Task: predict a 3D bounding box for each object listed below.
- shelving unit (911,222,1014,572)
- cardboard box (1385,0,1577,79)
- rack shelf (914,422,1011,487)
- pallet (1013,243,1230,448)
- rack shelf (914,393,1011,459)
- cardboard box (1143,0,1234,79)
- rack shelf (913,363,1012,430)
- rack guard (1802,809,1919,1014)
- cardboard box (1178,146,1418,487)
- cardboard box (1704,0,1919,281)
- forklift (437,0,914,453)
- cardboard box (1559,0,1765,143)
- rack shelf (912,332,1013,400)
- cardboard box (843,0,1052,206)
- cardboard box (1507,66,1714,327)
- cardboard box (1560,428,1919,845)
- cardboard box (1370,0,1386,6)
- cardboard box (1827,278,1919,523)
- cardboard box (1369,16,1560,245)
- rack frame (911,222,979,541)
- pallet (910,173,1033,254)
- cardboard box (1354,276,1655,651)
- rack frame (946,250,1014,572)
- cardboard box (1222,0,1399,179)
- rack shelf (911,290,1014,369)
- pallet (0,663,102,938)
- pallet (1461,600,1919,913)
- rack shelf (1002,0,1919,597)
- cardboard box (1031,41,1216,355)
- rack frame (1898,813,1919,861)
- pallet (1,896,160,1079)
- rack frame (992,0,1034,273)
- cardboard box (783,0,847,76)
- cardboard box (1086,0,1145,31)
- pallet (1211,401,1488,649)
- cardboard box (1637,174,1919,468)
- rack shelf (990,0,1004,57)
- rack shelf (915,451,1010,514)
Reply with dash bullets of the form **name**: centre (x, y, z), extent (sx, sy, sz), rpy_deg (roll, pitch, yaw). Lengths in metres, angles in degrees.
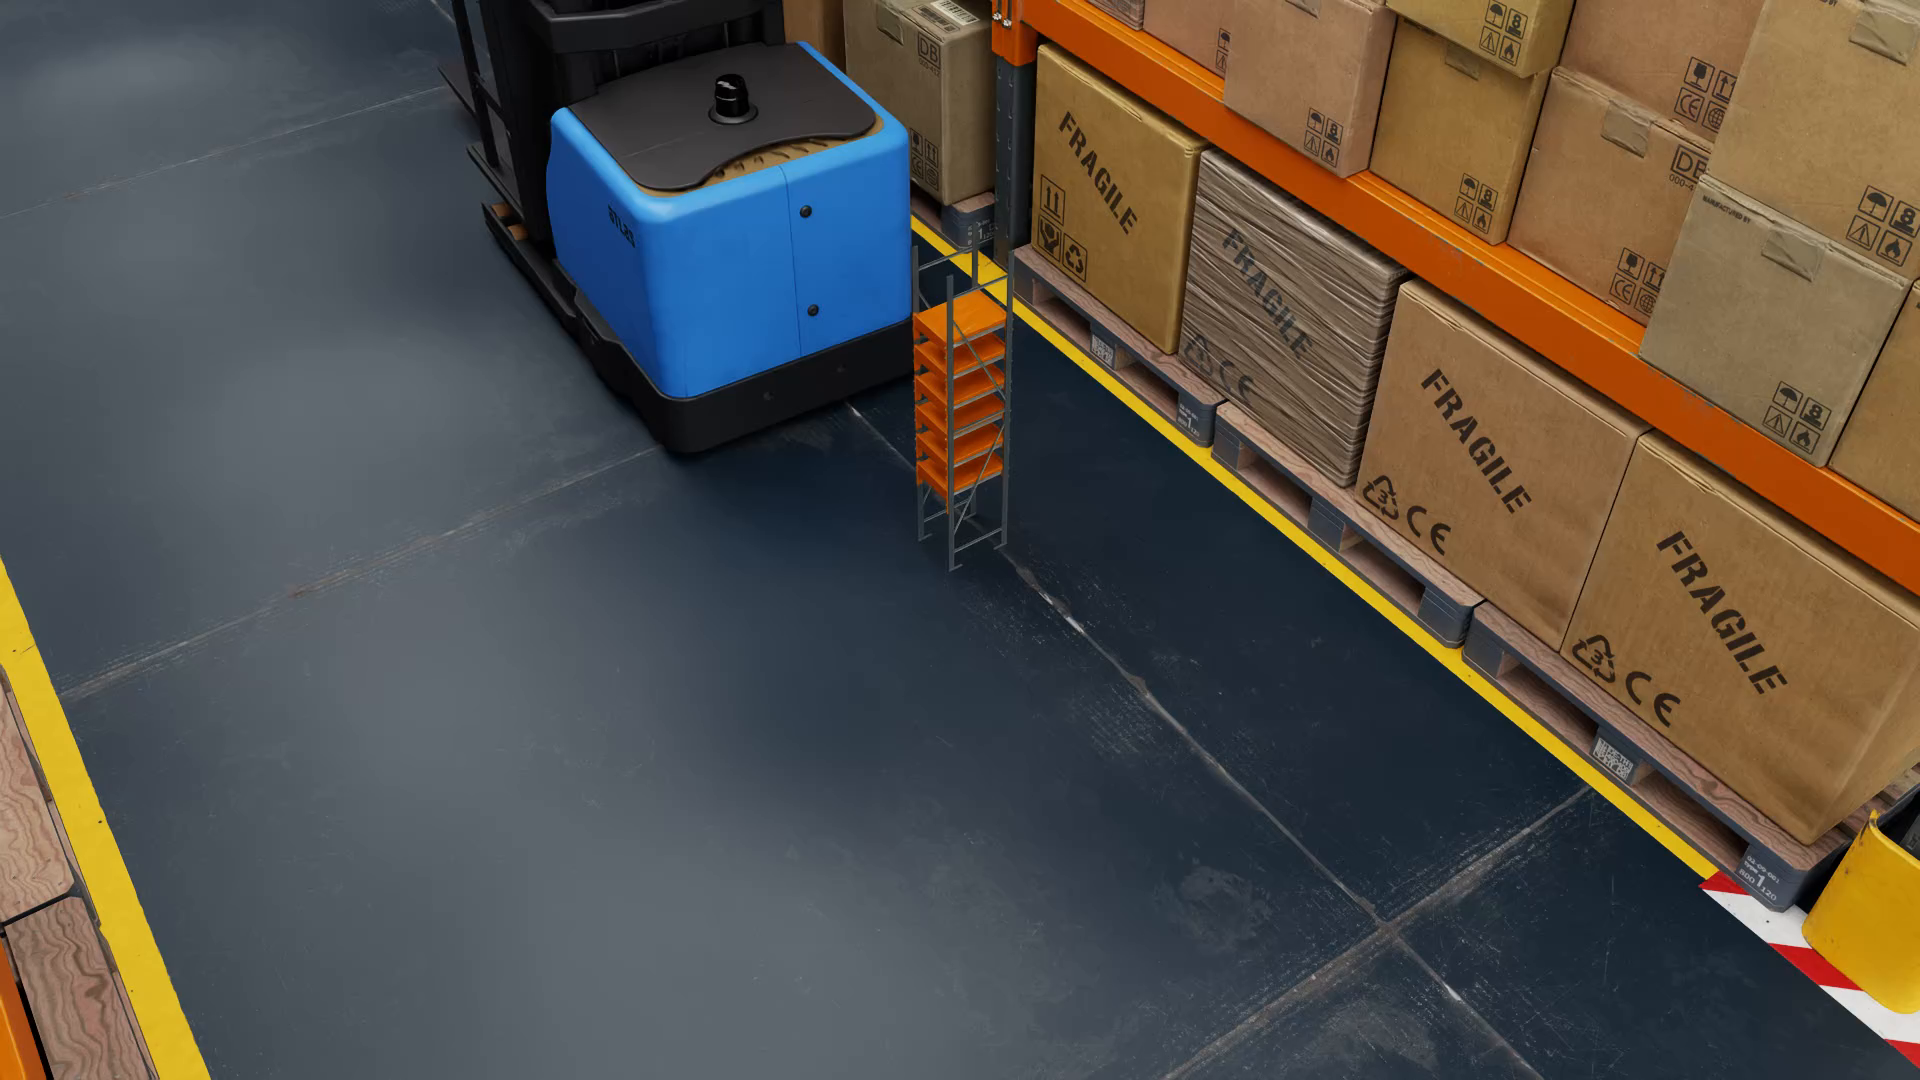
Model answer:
- **shelving unit**: centre (0.008, -0.426, 5.327), extent (0.258, 1.200, 0.189), rpy_deg (-26, 49, -24)
- **cardboard box**: centre (1.681, -1.711, 4.480), extent (0.875, 0.550, 0.500), rpy_deg (-26, 49, -24)
- **rack shelf**: centre (0.008, -0.307, 5.441), extent (0.258, 0.103, 0.180), rpy_deg (-26, 49, -24)
- **pallet**: centre (0.953, -0.942, 6.583), extent (1.003, 0.211, 1.213), rpy_deg (-26, 49, -24)
- **rack shelf**: centre (0.008, -0.394, 5.358), extent (0.258, 0.103, 0.180), rpy_deg (-26, 49, -24)
- **cardboard box**: centre (1.136, -1.959, 5.521), extent (0.875, 0.550, 0.550), rpy_deg (-26, 49, -24)
- **rack shelf**: centre (0.008, -0.480, 5.275), extent (0.258, 0.103, 0.180), rpy_deg (-26, 49, -24)
- **rack guard**: centre (2.884, 0.771, 4.580), extent (1.175, 0.500, 0.348), rpy_deg (-26, 49, -24)
- **cardboard box**: centre (1.404, -0.902, 5.757), extent (0.875, 0.875, 0.875), rpy_deg (-25, 49, -24)
- **cardboard box**: centre (2.300, -1.092, 3.831), extent (0.875, 0.550, 0.550), rpy_deg (-26, 49, -24)
- **forklift**: centre (-1.362, -2.372, 6.113), extent (1.130, 2.935, 3.031), rpy_deg (-23, 48, -22)
- **cardboard box**: centre (2.091, -1.462, 4.219), extent (0.875, 0.550, 0.550), rpy_deg (-26, 49, -24)
- **rack shelf**: centre (0.008, -0.567, 5.192), extent (0.258, 0.103, 0.180), rpy_deg (-26, 49, -24)
- **cardboard box**: centre (0.153, -2.066, 7.067), extent (1.050, 0.750, 0.750), rpy_deg (-26, 49, -25)
- **cardboard box**: centre (2.071, -1.062, 4.582), extent (0.875, 0.550, 0.550), rpy_deg (-26, 49, -24)
- **cardboard box**: centre (2.428, 0.112, 4.695), extent (0.875, 0.875, 0.875), rpy_deg (-25, 49, -24)
- **cardboard box**: centre (1.371, -2.008, 4.791), extent (0.875, 0.550, 0.550), rpy_deg (-26, 49, -24)
- **cardboard box**: centre (2.621, -0.393, 3.881), extent (0.875, 0.550, 0.550), rpy_deg (-26, 49, -24)
- **cardboard box**: centre (1.734, -1.346, 4.879), extent (0.875, 0.550, 0.500), rpy_deg (-26, 49, -24)
- **rack frame**: centre (-0.044, -0.478, 5.381), extent (0.240, 1.200, 0.006), rpy_deg (-26, 49, -24)
- **pallet**: centre (0.079, -1.810, 7.493), extent (1.003, 0.211, 1.213), rpy_deg (-26, 49, -24)
- **cardboard box**: centre (1.923, -0.385, 5.216), extent (0.875, 0.875, 0.875), rpy_deg (-26, 50, -25)
- **rack frame**: centre (0.061, -0.374, 5.273), extent (0.240, 1.200, 0.006), rpy_deg (-26, 49, -24)
- **cardboard box**: centre (1.349, -1.607, 5.152), extent (0.875, 0.550, 0.550), rpy_deg (-26, 49, -24)
- **rack shelf**: centre (0.008, -0.654, 5.109), extent (0.258, 0.103, 0.180), rpy_deg (-26, 49, -24)
- **pallet**: centre (-3.130, 0.865, 4.691), extent (1.003, 0.211, 1.213), rpy_deg (-26, 49, -24)
- **pallet**: centre (2.349, 0.440, 5.136), extent (1.003, 0.211, 1.213), rpy_deg (-26, 49, -24)
- **rack shelf**: centre (1.726, -1.019, 5.166), extent (1.077, 0.370, 4.000), rpy_deg (-26, 49, -24)
- **cardboard box**: centre (0.885, -1.411, 6.291), extent (0.875, 0.875, 0.875), rpy_deg (-25, 49, -24)
- **rack frame**: centre (2.871, -0.146, 3.731), extent (1.000, 3.000, 0.127), rpy_deg (-26, 49, -24)
- **pallet**: centre (-2.428, 1.557, 3.966), extent (1.003, 0.211, 1.213), rpy_deg (-26, 49, -24)
- **rack frame**: centre (0.582, -2.412, 6.104), extent (1.000, 3.000, 0.127), rpy_deg (-26, 49, -24)
- **cardboard box**: centre (-0.395, -2.614, 7.641), extent (1.050, 0.750, 0.750), rpy_deg (-26, 49, -24)
- **cardboard box**: centre (0.803, -2.262, 5.838), extent (0.875, 0.550, 0.550), rpy_deg (-26, 49, -24)
- **pallet**: centre (1.655, -0.250, 5.859), extent (1.003, 0.211, 1.213), rpy_deg (-26, 49, -24)
- **cardboard box**: centre (2.289, -0.696, 4.198), extent (0.875, 0.550, 0.550), rpy_deg (-26, 49, -24)
- **rack shelf**: centre (-0.562, -3.284, 7.539), extent (1.077, 0.370, 4.000), rpy_deg (-26, 49, -24)
- **rack shelf**: centre (0.008, -0.220, 5.524), extent (0.258, 0.103, 0.180), rpy_deg (-26, 49, -24)
